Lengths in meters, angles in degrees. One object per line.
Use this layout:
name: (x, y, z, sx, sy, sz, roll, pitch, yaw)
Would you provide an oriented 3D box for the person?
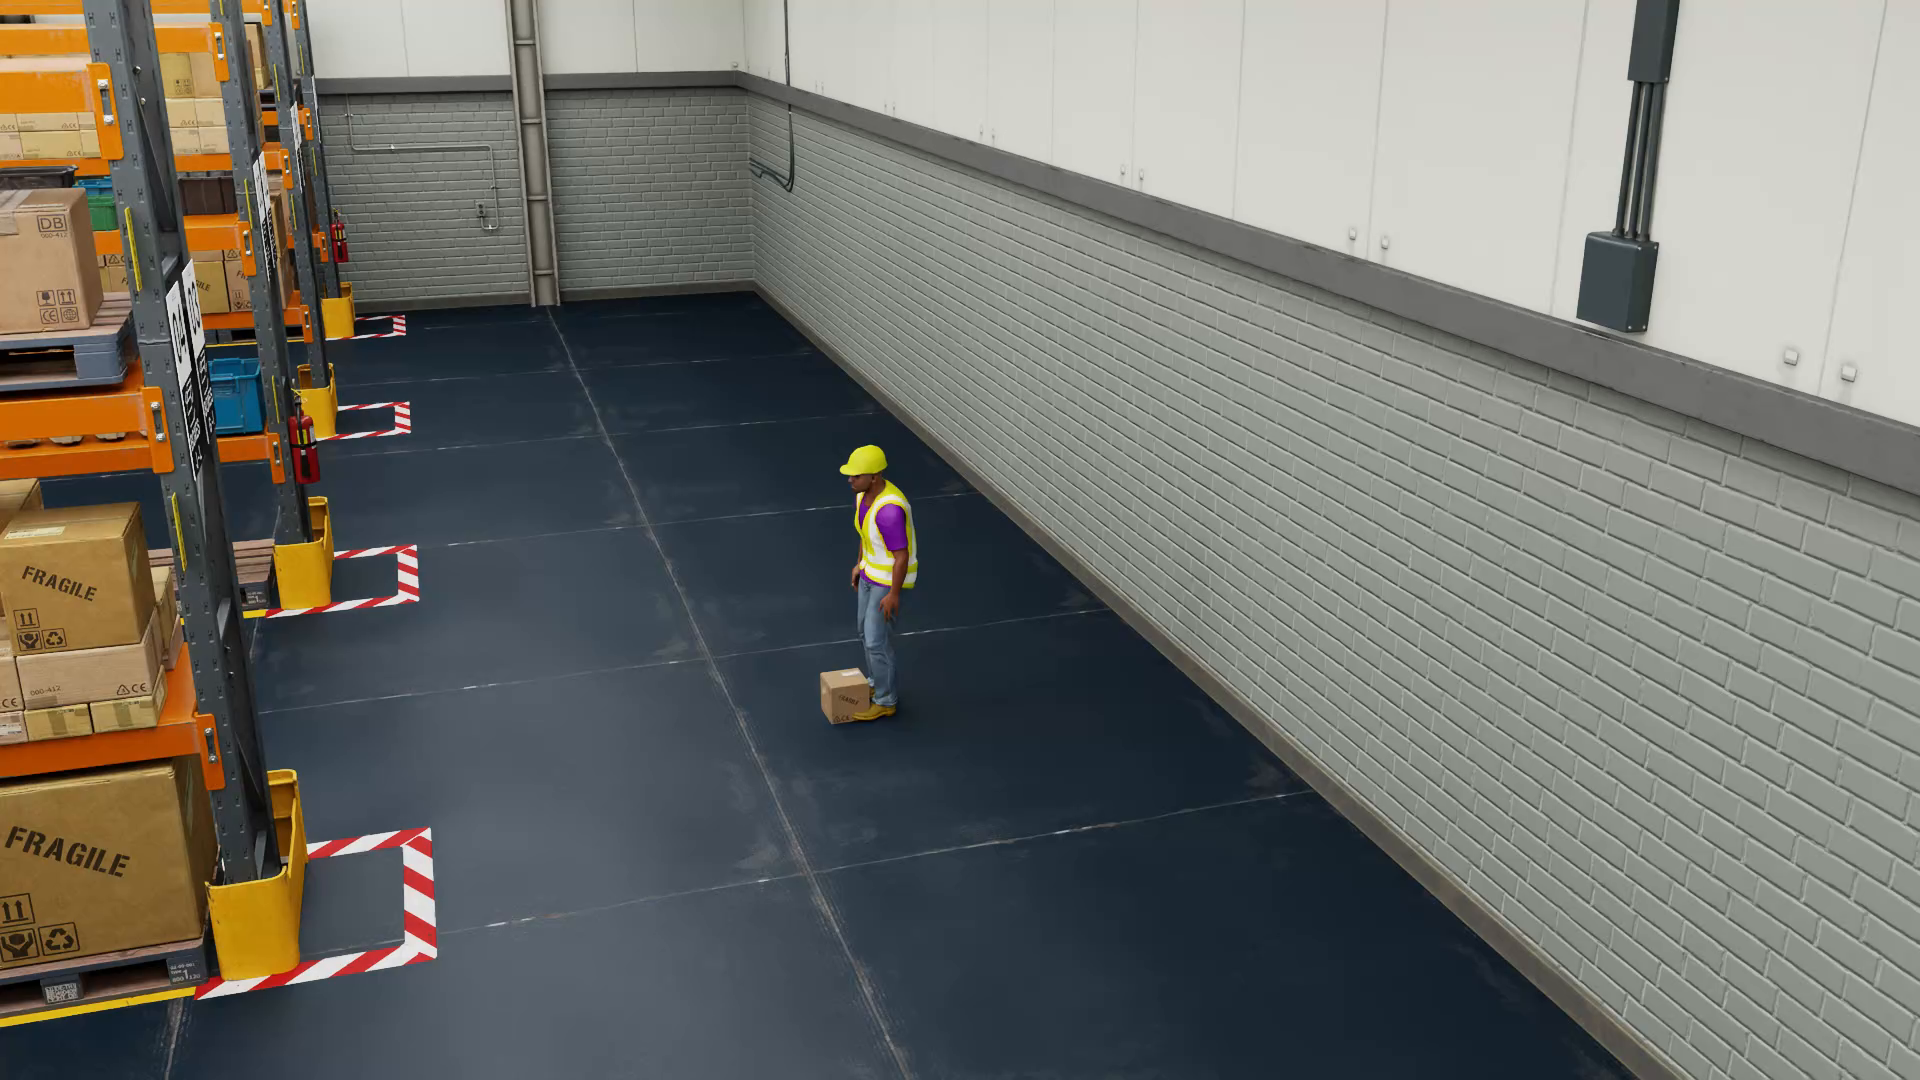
person: (-0.511, 0.250, 10.319, 0.459, 1.760, 0.634, -7, 20, -20)
